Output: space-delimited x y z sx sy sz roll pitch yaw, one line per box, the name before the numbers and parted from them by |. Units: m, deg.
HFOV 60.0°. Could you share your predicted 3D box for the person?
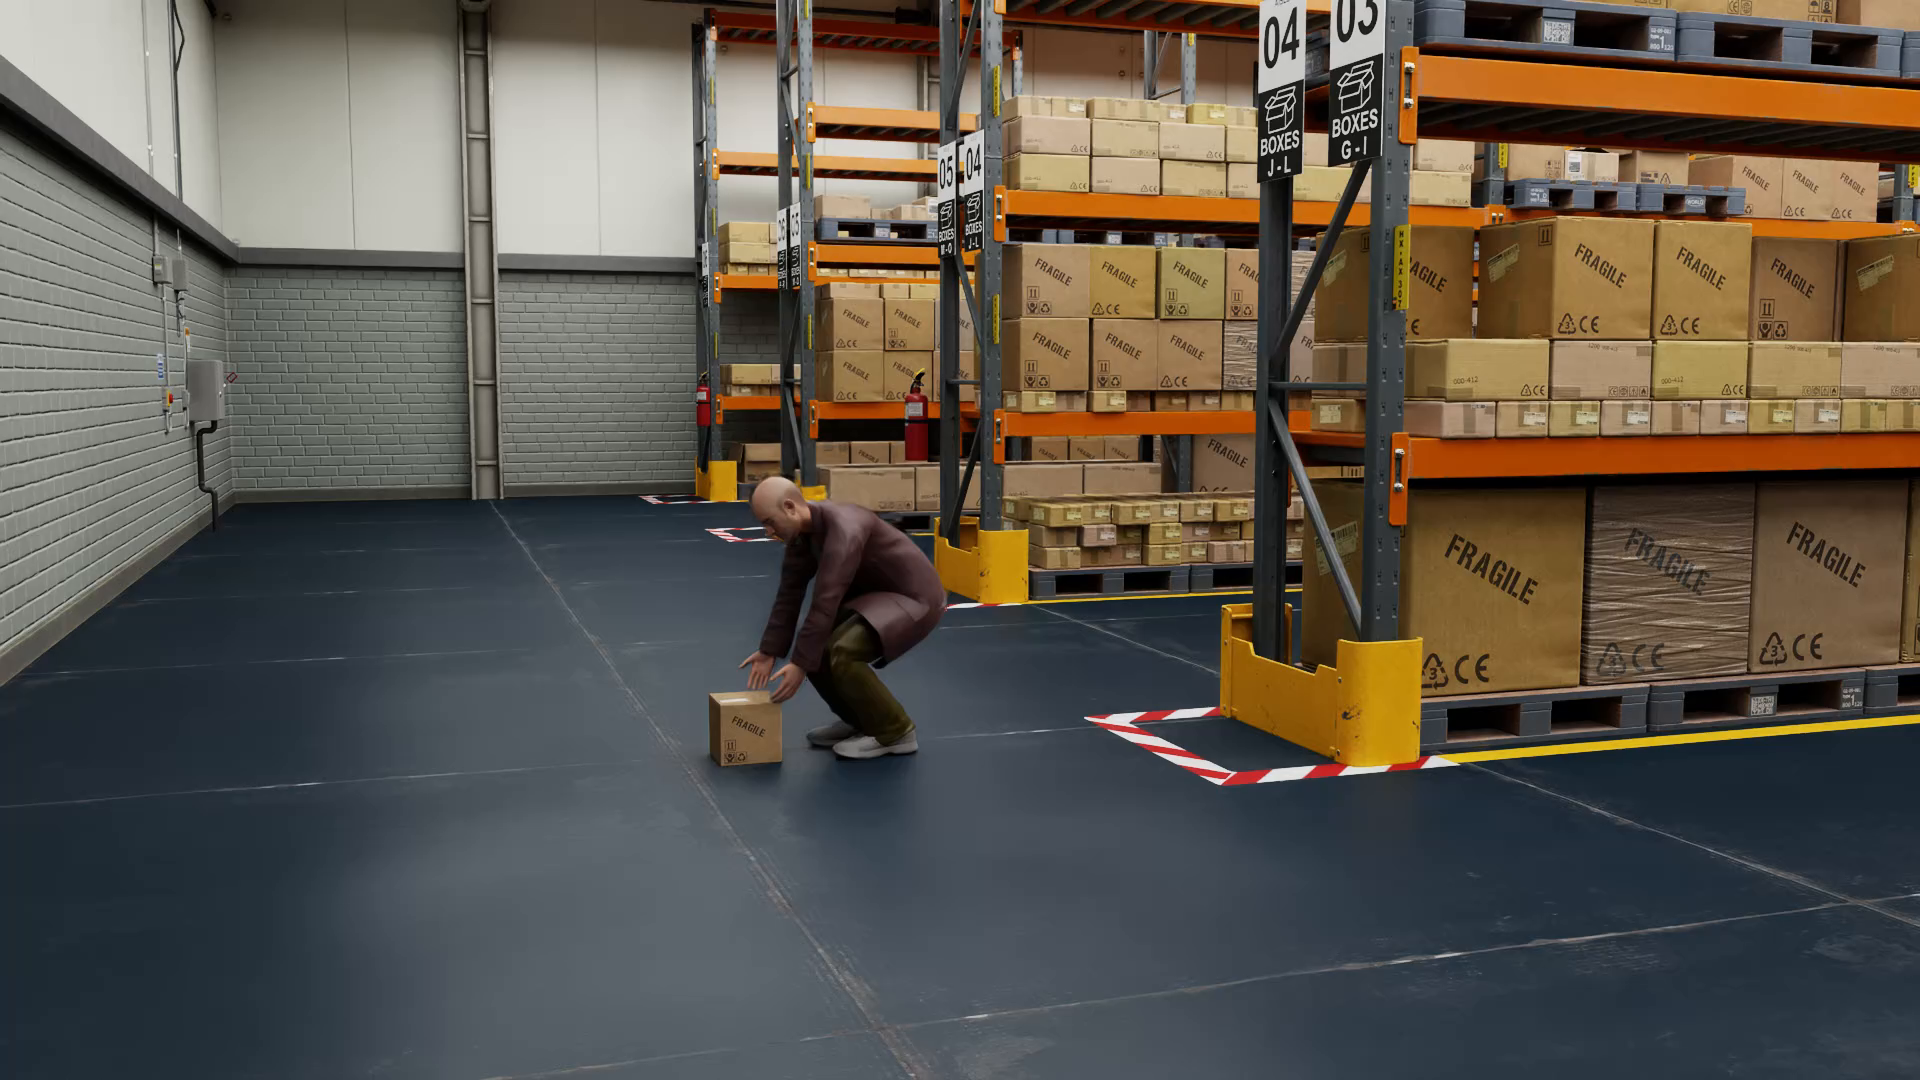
person | -0.456 0.307 6.843 0.843 1.153 0.620 -2 6 -19
